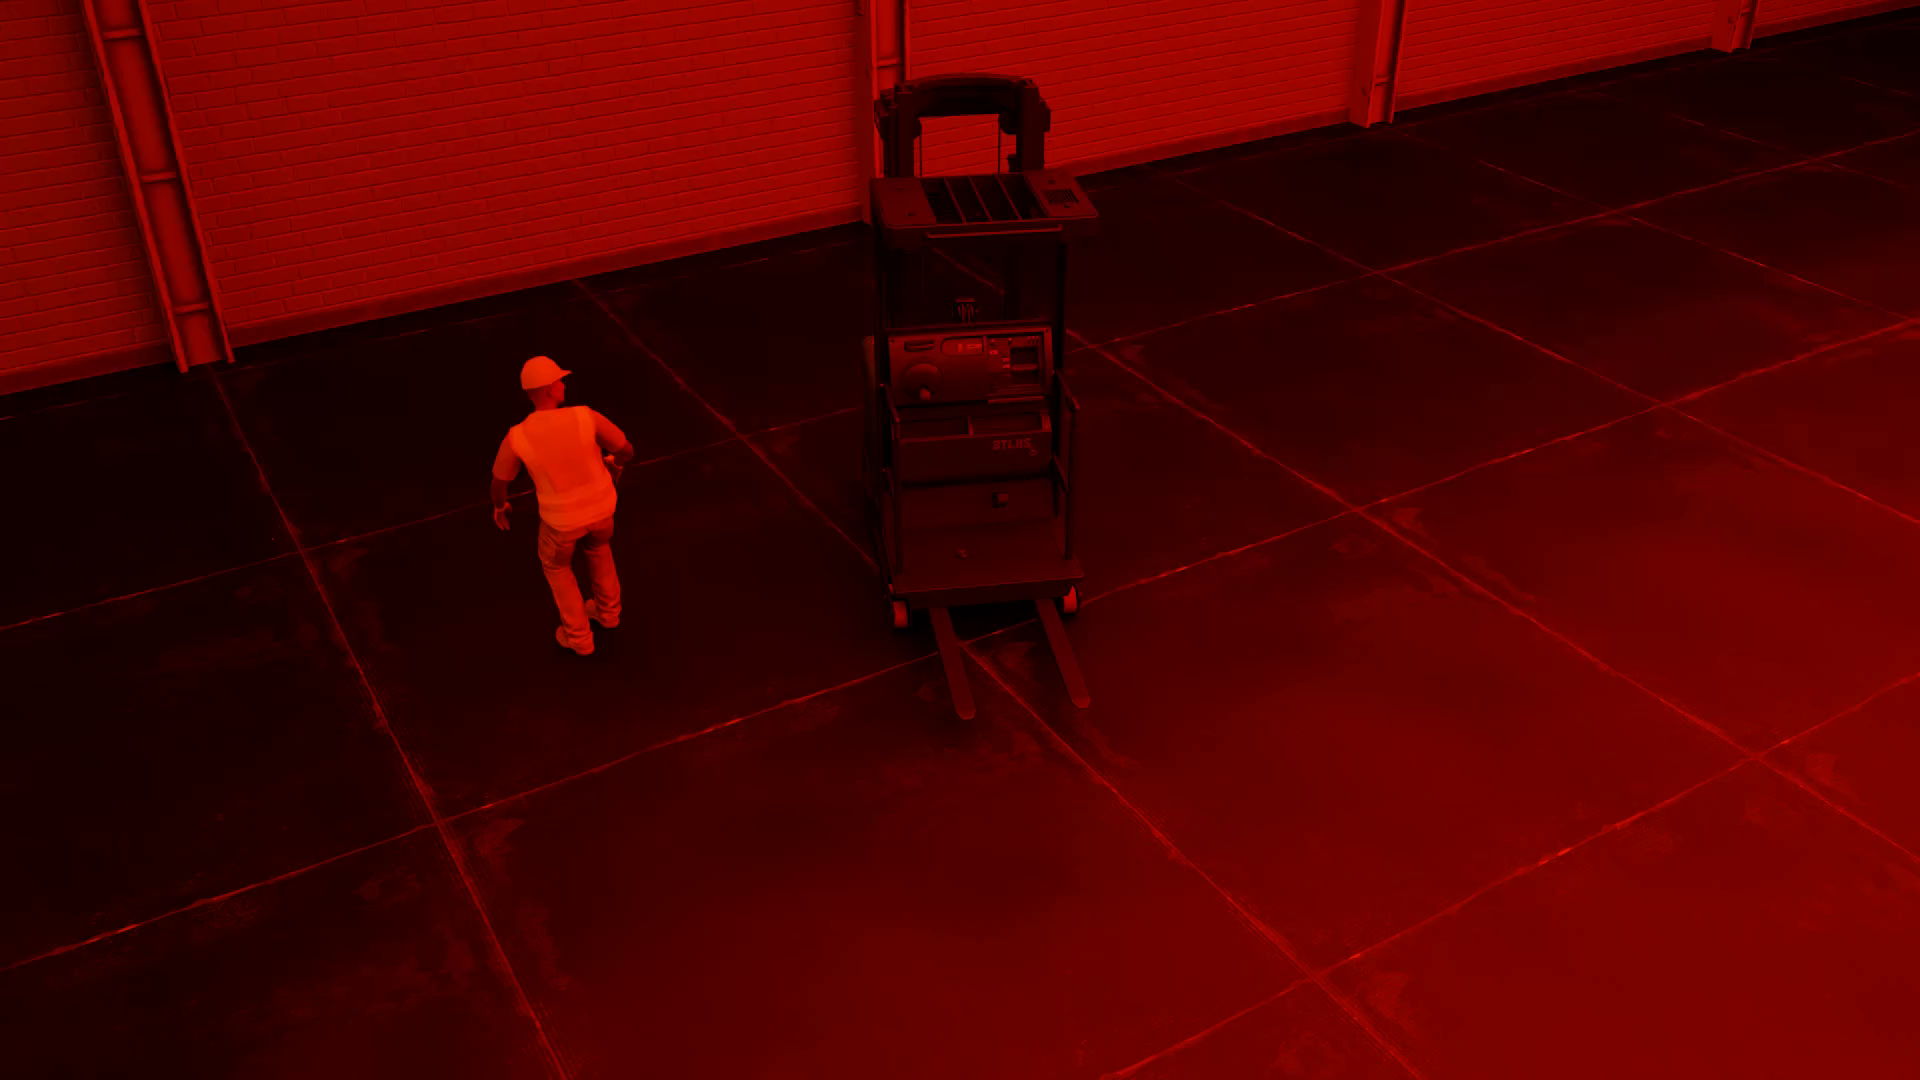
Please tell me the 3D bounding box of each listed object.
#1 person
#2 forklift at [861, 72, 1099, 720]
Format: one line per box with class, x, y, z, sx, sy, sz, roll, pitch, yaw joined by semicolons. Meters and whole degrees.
person;-2.181;-0.197;9.147;0.768;1.737;0.521;-16;35;-25
forklift;0.099;-0.941;9.218;1.130;2.935;3.031;-5;31;-8
